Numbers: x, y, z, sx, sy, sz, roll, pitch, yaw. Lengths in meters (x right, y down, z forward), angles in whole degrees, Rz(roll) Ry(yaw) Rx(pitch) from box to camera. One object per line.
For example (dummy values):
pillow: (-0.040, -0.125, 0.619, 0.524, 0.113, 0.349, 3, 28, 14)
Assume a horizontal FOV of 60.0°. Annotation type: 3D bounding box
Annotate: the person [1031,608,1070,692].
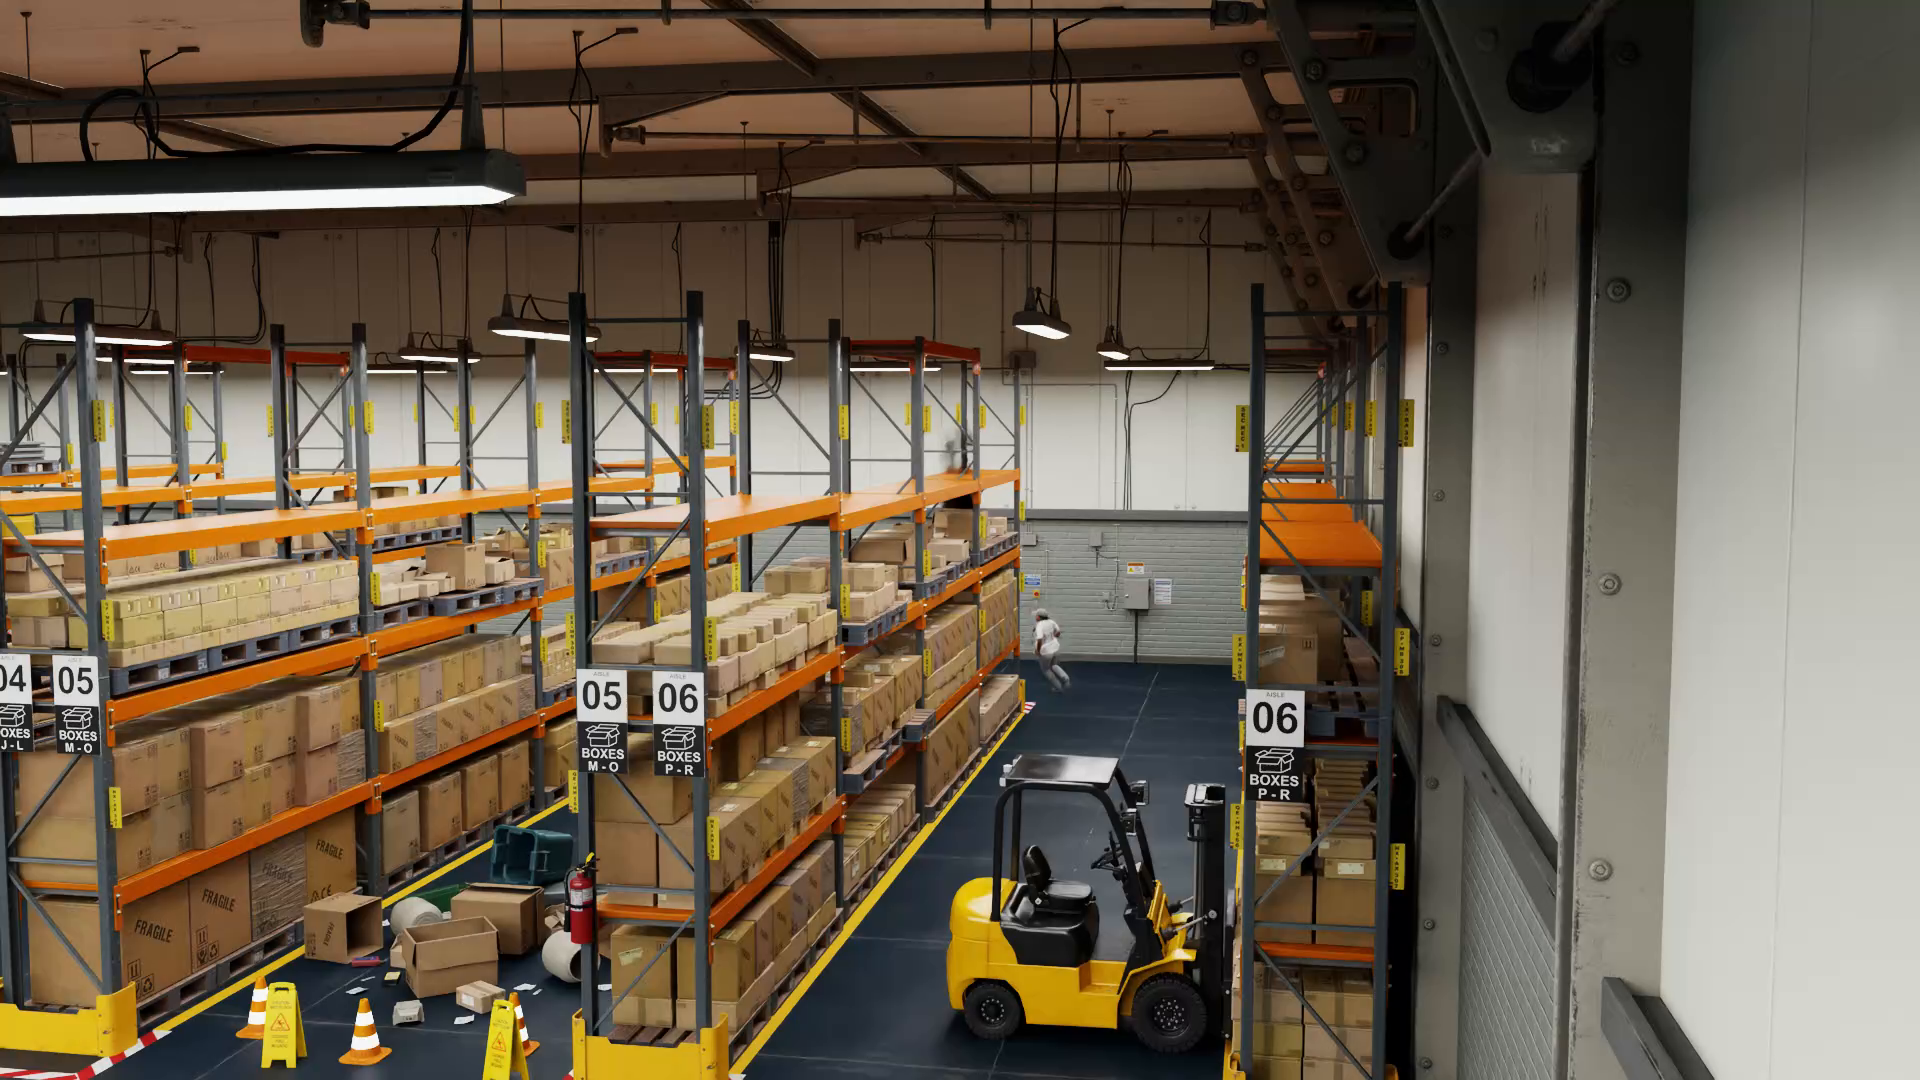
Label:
person: (1.563, 1.958, 29.347, 0.726, 1.551, 0.553, -3, 6, -36)
